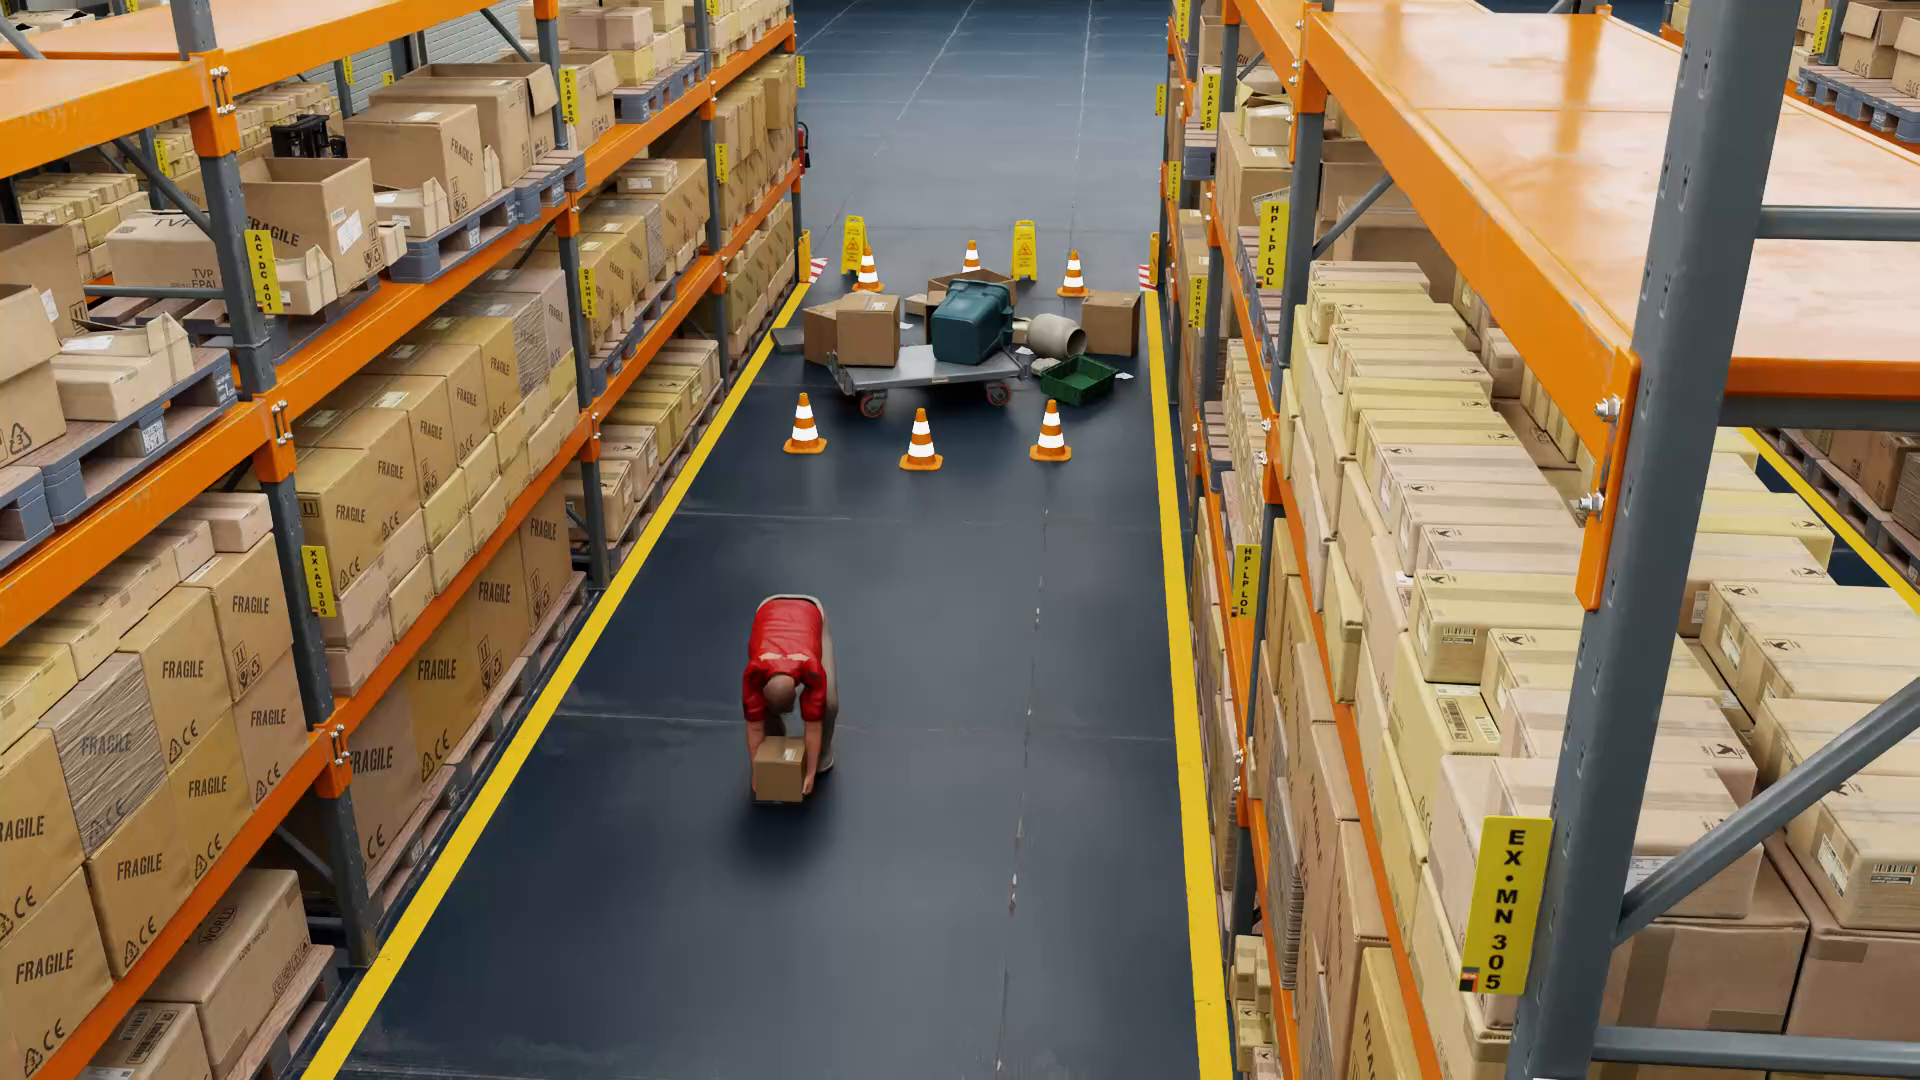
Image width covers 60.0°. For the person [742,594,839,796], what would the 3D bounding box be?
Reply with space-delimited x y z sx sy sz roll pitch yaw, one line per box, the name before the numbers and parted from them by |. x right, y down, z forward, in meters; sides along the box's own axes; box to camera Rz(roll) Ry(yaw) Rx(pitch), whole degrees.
person | -0.938 0.881 8.999 0.516 0.976 0.903 1 24 1
